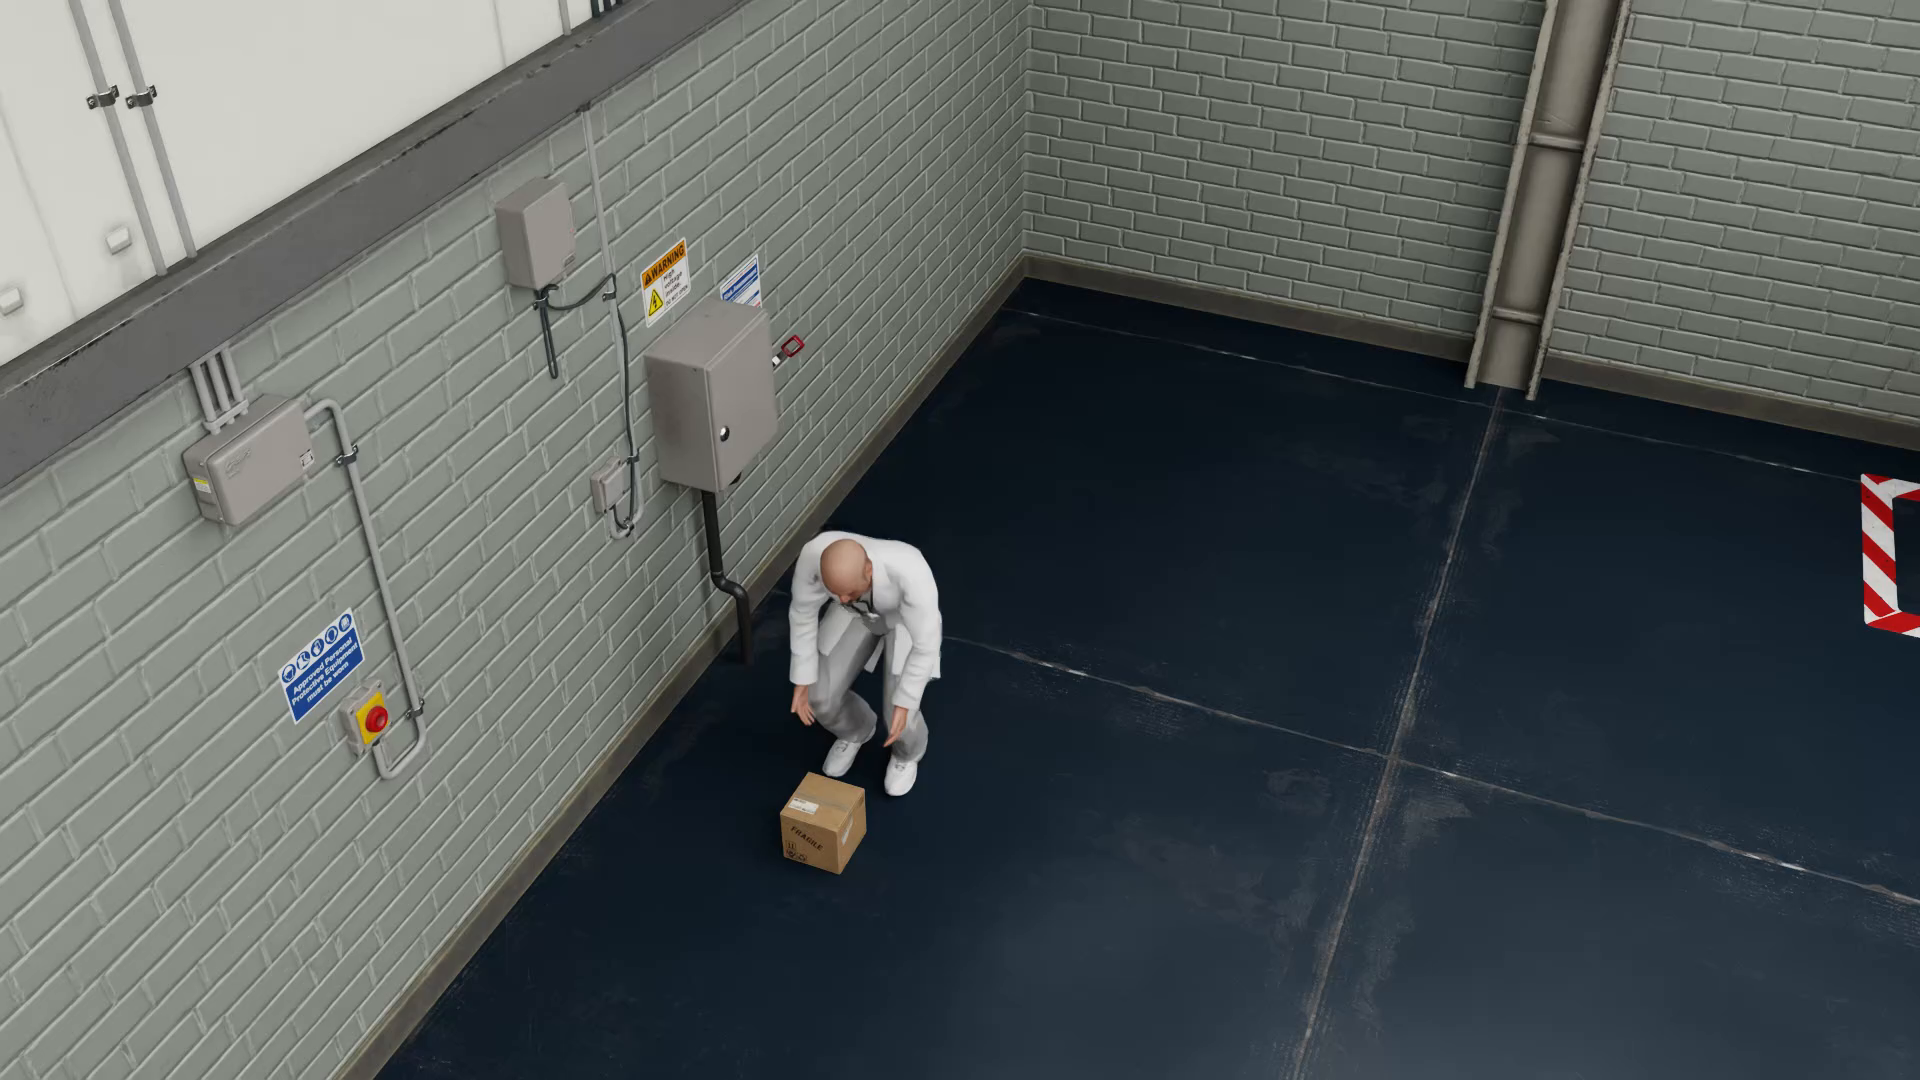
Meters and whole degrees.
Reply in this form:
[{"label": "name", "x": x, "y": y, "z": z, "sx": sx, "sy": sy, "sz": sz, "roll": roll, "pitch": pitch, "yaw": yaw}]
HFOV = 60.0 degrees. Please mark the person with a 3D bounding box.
[{"label": "person", "x": -0.332, "y": 0.419, "z": 6.601, "sx": 0.633, "sy": 1.393, "sz": 0.737, "roll": 14, "pitch": 39, "yaw": 18}]
